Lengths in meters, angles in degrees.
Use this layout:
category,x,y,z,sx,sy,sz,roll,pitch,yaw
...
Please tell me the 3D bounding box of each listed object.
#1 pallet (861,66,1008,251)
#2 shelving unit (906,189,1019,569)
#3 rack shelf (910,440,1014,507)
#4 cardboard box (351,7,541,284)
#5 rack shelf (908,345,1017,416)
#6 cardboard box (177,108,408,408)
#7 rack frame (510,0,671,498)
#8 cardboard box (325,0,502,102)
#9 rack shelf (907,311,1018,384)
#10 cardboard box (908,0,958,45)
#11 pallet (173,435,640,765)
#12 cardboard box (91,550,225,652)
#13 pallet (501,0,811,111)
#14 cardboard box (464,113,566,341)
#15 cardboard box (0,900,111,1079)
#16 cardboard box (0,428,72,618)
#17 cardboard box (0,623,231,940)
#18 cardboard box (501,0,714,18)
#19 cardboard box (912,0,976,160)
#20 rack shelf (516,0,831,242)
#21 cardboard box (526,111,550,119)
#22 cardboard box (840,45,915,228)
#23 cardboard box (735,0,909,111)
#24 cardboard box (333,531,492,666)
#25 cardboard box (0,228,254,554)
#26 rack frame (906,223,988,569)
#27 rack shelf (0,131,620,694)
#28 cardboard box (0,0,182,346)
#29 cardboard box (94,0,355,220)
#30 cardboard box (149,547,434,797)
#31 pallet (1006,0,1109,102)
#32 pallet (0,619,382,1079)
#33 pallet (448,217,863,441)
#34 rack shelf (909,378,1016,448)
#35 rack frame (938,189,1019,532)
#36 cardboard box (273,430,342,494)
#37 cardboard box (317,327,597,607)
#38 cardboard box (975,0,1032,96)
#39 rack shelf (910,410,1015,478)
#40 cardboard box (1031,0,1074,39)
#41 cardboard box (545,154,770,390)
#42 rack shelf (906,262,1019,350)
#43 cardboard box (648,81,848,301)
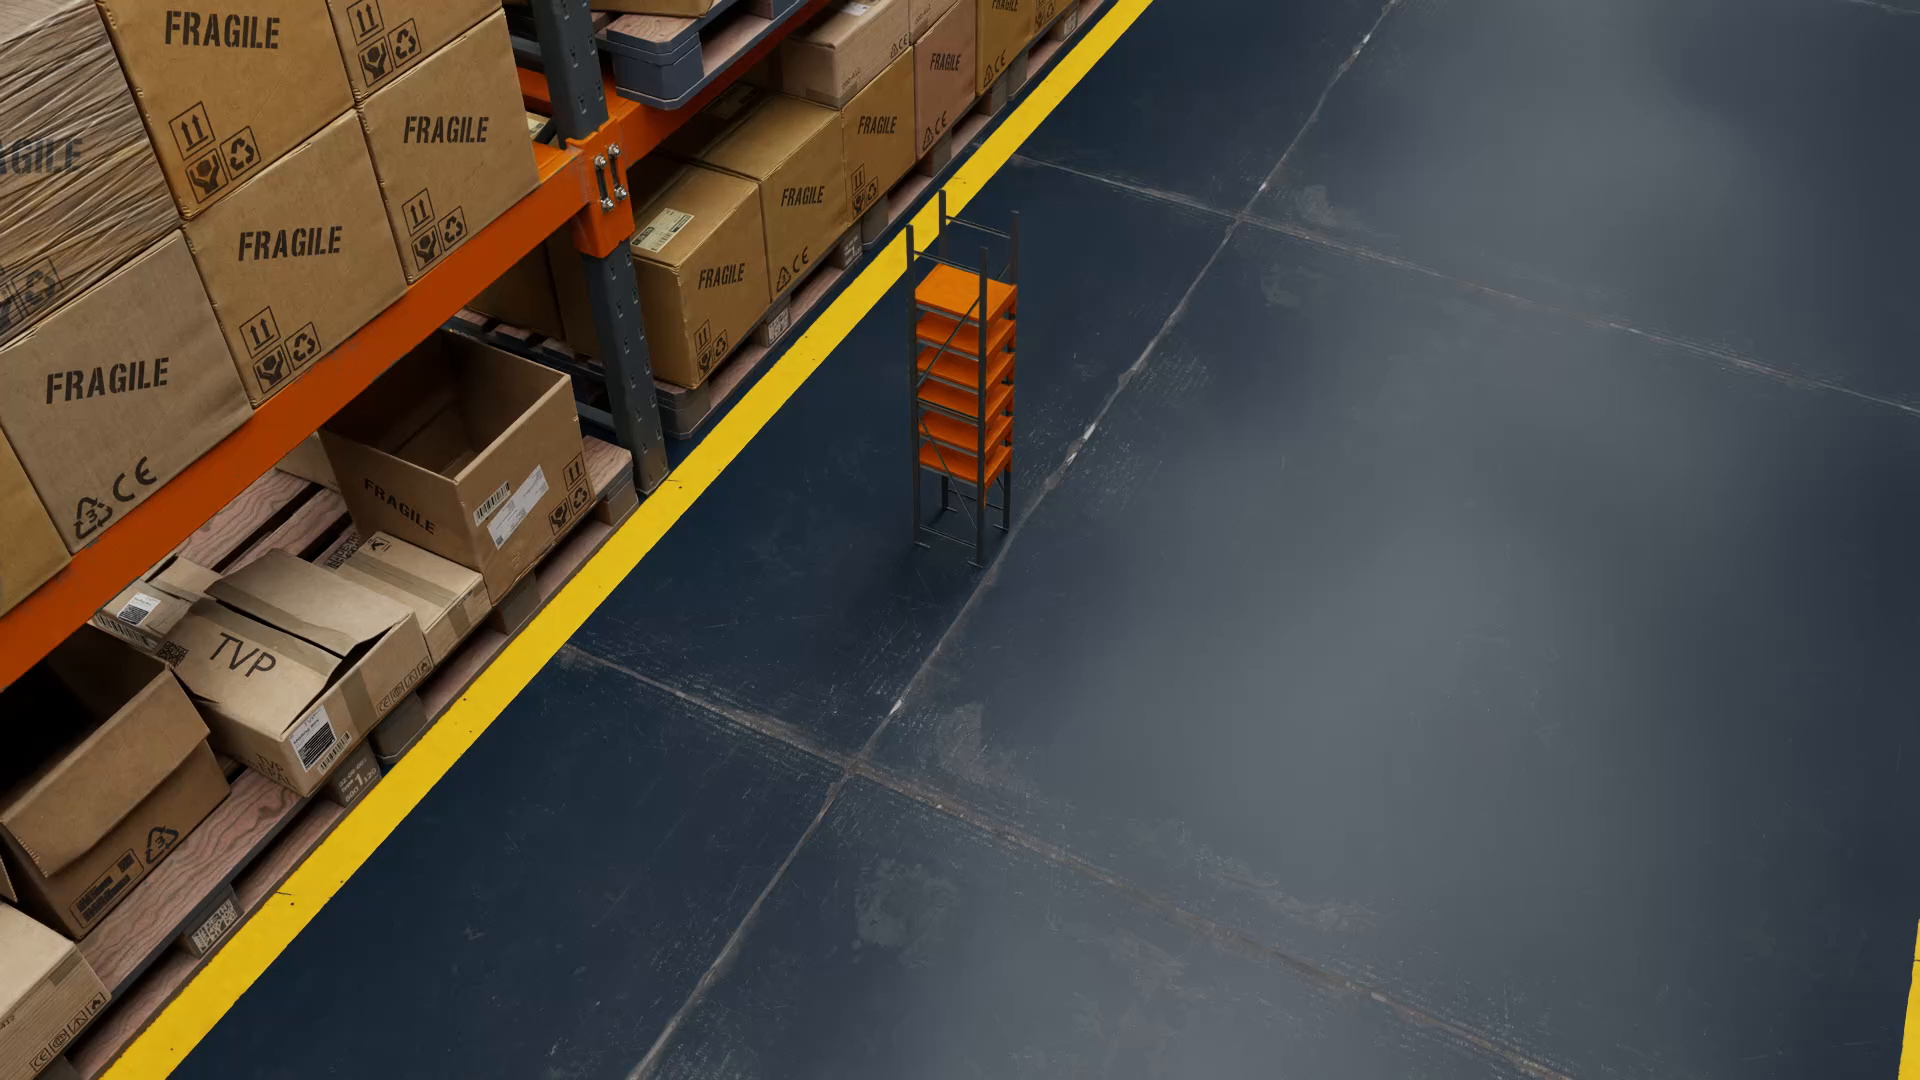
category,x,y,z,sx,sy,sz,roll,pitch,yaw
pallet,-0.513,-1.712,6.793,1.003,0.211,1.213,20,49,19
shelving unit,0.007,-0.431,4.832,0.258,1.200,0.189,20,49,19
rack shelf,0.007,-0.231,5.035,0.258,0.103,0.180,20,49,19
cardboard box,-1.427,-1.031,4.090,0.500,0.500,0.500,21,49,20
rack shelf,0.007,-0.484,4.779,0.258,0.103,0.180,20,49,19
cardboard box,-1.665,-0.706,3.768,0.500,0.500,0.500,22,49,20
rack frame,-1.422,-1.396,4.520,1.000,3.000,0.127,20,49,19
cardboard box,-1.428,-1.378,3.730,0.500,0.500,0.500,21,49,19
rack shelf,0.007,-0.568,4.693,0.258,0.103,0.180,20,49,19
cardboard box,-0.285,-2.106,6.143,0.500,0.250,0.500,20,49,18
pallet,-1.742,0.017,5.085,1.003,0.211,1.213,20,49,19
cardboard box,-2.202,0.187,4.639,0.380,0.166,0.250,20,49,19
pallet,-0.955,-1.795,5.050,1.003,0.211,1.213,20,49,19
cardboard box,-1.447,-1.077,5.654,0.500,0.500,0.500,20,49,19
cardboard box,-2.311,1.057,3.720,0.500,0.250,0.500,20,49,19
cardboard box,-2.136,-0.060,3.130,0.500,0.500,0.500,21,49,20
cardboard box,-2.290,0.513,4.080,0.797,0.503,0.637,20,49,19
cardboard box,-1.004,-1.803,4.557,0.700,0.500,0.500,6,46,6
cardboard box,-0.271,-1.866,6.434,0.500,0.500,0.500,19,48,18
rack shelf,-0.494,-2.403,6.021,1.077,0.370,4.000,20,49,19
cardboard box,-1.210,-1.386,5.959,0.500,0.500,0.500,21,49,19
cardboard box,-0.506,-1.548,6.119,0.500,0.500,0.500,21,49,20
cardboard box,-0.518,-1.789,5.830,0.500,0.250,0.500,21,49,19
cardboard box,-1.557,0.161,4.677,0.380,0.149,0.250,20,49,19
cardboard box,-1.902,-0.381,3.448,0.500,0.500,0.500,22,49,20
rack frame,-0.036,-0.373,4.775,0.240,1.200,0.006,20,49,19
rack shelf,-2.351,0.117,3.531,1.077,0.370,4.000,20,49,19
cardboard box,-1.897,-0.737,3.096,0.500,0.500,0.500,21,49,19
cardboard box,-1.663,-1.054,3.410,0.500,0.500,0.500,20,49,18
cardboard box,-1.784,0.320,4.406,0.500,0.311,0.500,20,49,19
pallet,0.054,-2.477,7.550,1.003,0.211,1.213,20,49,19
pallet,-2.307,0.789,4.322,1.003,0.211,1.213,20,49,19
pallet,-1.078,-0.940,6.031,1.003,0.211,1.213,20,49,19
rack shelf,0.007,-0.400,4.864,0.258,0.103,0.180,20,49,19
rack frame,0.049,-0.489,4.889,0.240,1.200,0.006,20,49,19
cardboard box,-1.809,-0.412,5.129,0.500,0.311,0.500,20,49,19
cardboard box,-1.436,-0.219,4.806,0.500,0.500,0.500,20,49,19
cardboard box,-0.032,-2.199,6.762,0.500,0.500,0.500,19,48,18
rack shelf,0.007,-0.315,4.949,0.258,0.103,0.180,20,49,19
cardboard box,0.208,-2.525,7.084,0.500,0.500,0.500,22,49,21
cardboard box,-0.982,-0.896,5.475,0.500,0.500,0.500,18,48,17
rack shelf,0.007,-0.653,4.608,0.258,0.103,0.180,20,49,19
cardboard box,-0.744,-1.235,5.810,0.500,0.500,0.500,21,49,20
